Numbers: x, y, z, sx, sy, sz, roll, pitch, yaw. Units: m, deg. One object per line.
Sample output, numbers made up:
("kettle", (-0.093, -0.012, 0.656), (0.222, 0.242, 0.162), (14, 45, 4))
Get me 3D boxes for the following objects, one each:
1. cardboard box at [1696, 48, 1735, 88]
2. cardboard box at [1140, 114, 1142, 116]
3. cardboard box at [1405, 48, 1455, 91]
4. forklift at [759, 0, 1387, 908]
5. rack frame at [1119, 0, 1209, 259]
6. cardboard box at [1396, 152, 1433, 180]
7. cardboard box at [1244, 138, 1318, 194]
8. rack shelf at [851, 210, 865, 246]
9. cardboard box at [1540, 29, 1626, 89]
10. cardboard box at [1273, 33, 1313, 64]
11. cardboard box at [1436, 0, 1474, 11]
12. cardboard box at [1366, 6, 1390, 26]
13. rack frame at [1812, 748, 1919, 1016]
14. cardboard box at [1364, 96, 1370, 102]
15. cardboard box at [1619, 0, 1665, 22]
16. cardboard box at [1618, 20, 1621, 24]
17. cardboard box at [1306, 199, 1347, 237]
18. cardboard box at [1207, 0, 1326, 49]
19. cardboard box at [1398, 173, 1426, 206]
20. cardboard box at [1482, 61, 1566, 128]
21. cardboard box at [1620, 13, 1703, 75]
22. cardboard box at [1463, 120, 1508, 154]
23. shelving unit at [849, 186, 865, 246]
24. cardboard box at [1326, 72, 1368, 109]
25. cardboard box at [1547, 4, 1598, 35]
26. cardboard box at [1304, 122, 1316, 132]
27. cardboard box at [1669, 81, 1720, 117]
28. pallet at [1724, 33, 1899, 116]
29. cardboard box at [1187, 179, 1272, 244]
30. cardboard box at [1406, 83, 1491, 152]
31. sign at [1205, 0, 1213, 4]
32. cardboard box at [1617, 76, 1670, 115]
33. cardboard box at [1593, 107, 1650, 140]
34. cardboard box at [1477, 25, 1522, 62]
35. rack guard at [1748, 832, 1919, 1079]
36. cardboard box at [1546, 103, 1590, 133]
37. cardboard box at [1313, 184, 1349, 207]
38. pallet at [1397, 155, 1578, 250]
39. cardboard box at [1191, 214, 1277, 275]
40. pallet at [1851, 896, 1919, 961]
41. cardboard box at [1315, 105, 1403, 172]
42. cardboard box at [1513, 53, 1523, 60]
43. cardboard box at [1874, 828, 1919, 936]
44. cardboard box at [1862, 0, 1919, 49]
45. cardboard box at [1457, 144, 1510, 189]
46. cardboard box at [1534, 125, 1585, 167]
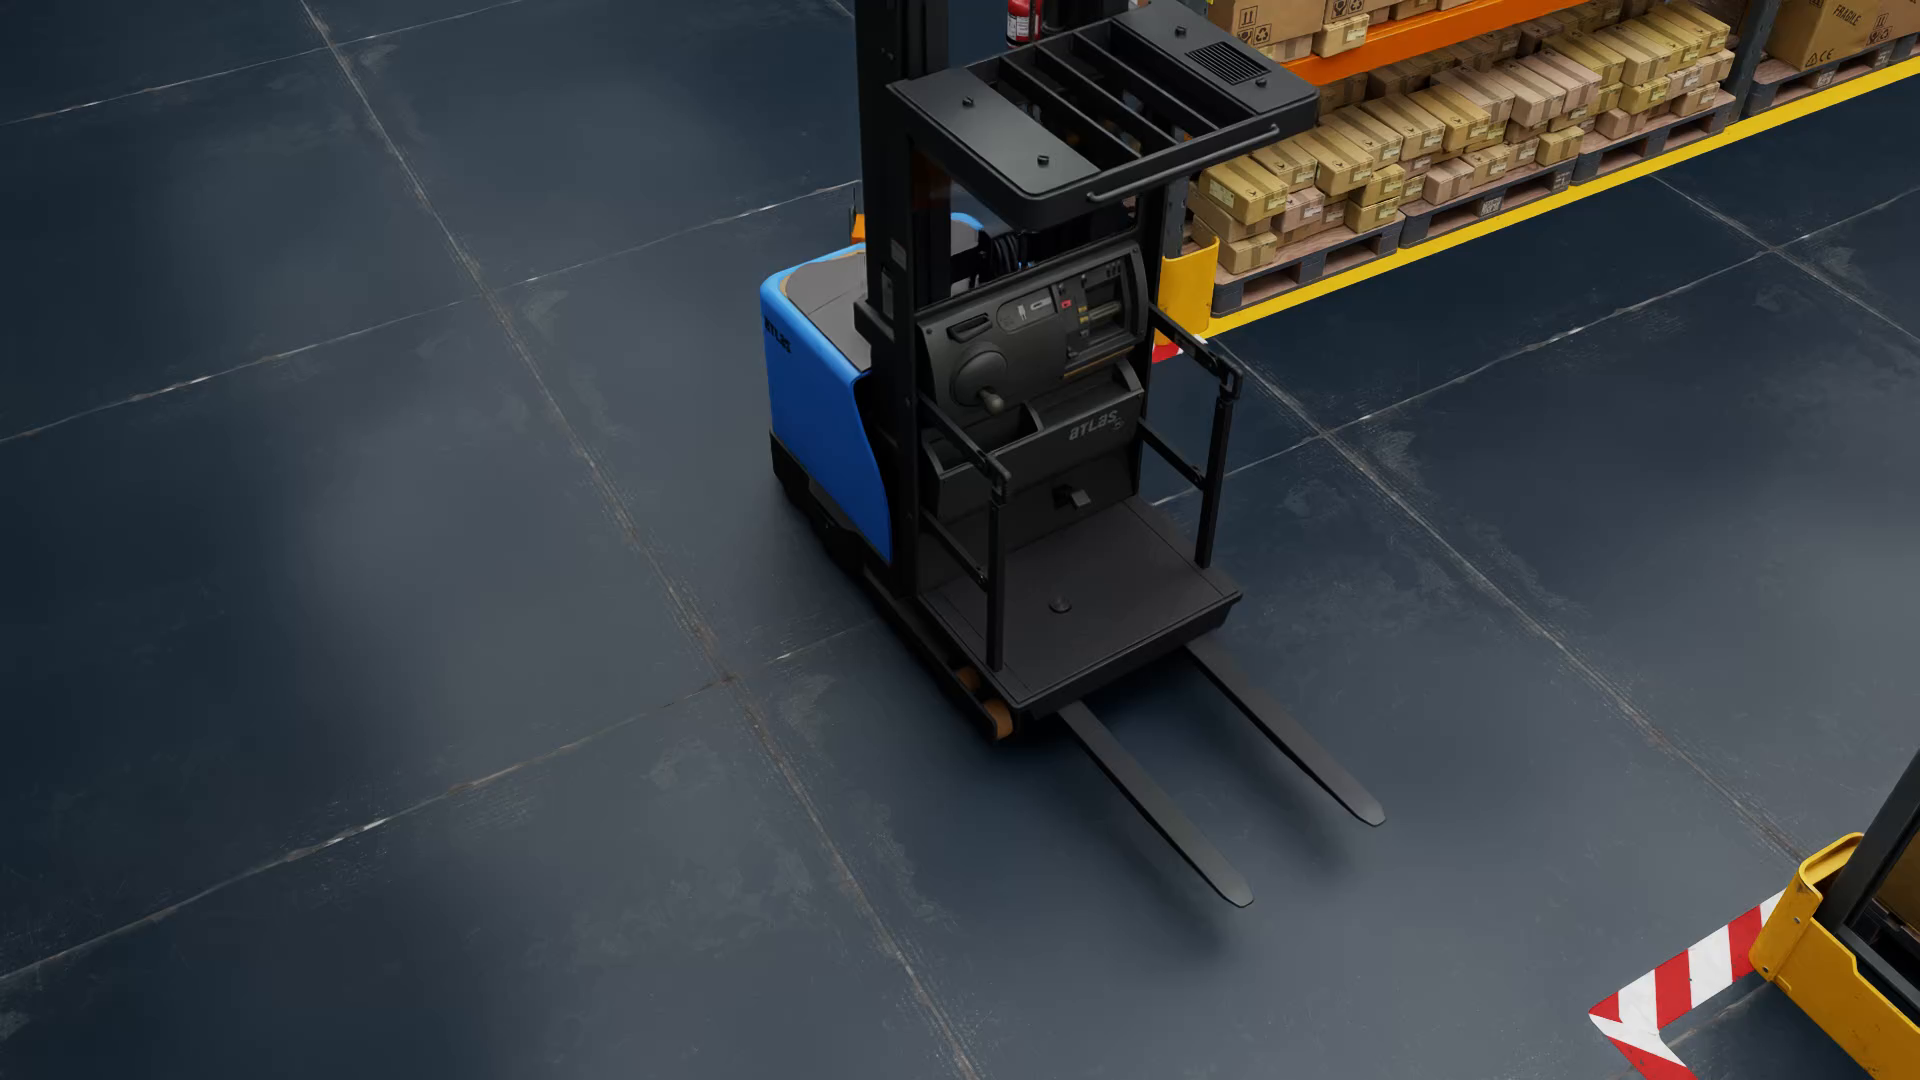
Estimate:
("cardboard box", (4.110, -2.719, 9.360), (0.250, 0.149, 0.380), (-21, 48, -20))
("cardboard box", (1.089, -2.076, 8.483), (0.250, 0.149, 0.380), (-21, 48, -20))
("cardboard box", (2.455, -2.606, 9.029), (0.250, 0.149, 0.380), (-22, 48, -21))
("forklift", (0.395, -0.664, 5.759), (1.130, 2.935, 3.031), (-24, 49, -23))
("rack frame", (0.757, -2.398, 7.497), (0.127, 3.000, 1.000), (-22, 48, -21))
("cardboard box", (2.232, -2.032, 8.651), (0.250, 0.149, 0.380), (-24, 49, -23))
("cardboard box", (1.559, -1.885, 8.286), (0.250, 0.149, 0.380), (-21, 48, -20))
("rack shelf", (-0.347, -1.288, 7.352), (0.240, 0.259, 0.215), (2, 40, 2))
("cardboard box", (3.368, -2.601, 9.024), (0.250, 0.149, 0.380), (-20, 48, -20))
("cardboard box", (1.401, -2.336, 7.613), (0.250, 0.149, 0.380), (-20, 48, -20))
("cardboard box", (2.293, -2.718, 8.006), (0.250, 0.149, 0.380), (-23, 49, -22))
("cardboard box", (1.817, -2.570, 7.854), (0.250, 0.149, 0.380), (-20, 47, -19))
("rack frame", (3.140, 0.632, 4.375), (0.127, 3.000, 1.000), (-22, 48, -21))
("cardboard box", (2.196, -2.435, 9.066), (0.250, 0.149, 0.380), (-20, 47, -19))
("cardboard box", (3.823, -3.133, 9.572), (0.250, 0.149, 0.380), (-20, 48, -19))
("cardboard box", (3.751, -3.088, 9.740), (0.250, 0.149, 0.380), (-20, 47, -19))
("cardboard box", (1.768, -1.745, 8.569), (0.250, 0.149, 0.380), (-21, 48, -21))
("cardboard box", (1.283, -2.530, 7.347), (0.500, 0.500, 0.500), (-20, 47, -19))
("cardboard box", (2.218, -1.914, 8.743), (0.250, 0.149, 0.380), (-22, 48, -21))
("cardboard box", (2.952, -2.350, 8.765), (0.250, 0.149, 0.380), (-23, 49, -22))
("cardboard box", (3.844, -2.734, 9.161), (0.250, 0.149, 0.380), (-21, 48, -20))
("cardboard box", (2.685, -2.239, 8.864), (0.250, 0.149, 0.380), (-20, 47, -19))
("shelving unit", (-0.349, -1.080, 7.529), (0.252, 1.050, 0.215), (2, 40, 2))
("cardboard box", (1.958, -2.474, 8.893), (0.250, 0.149, 0.380), (-20, 48, -20))
("cardboard box", (3.360, -2.956, 9.389), (0.250, 0.149, 0.380), (-22, 48, -21))
("cardboard box", (1.806, -2.201, 8.825), (0.250, 0.149, 0.380), (-22, 48, -21))
("cardboard box", (4.055, -2.572, 9.421), (0.250, 0.149, 0.380), (-21, 48, -20))
("pallet", (4.899, -3.057, 10.177), (1.213, 0.211, 1.003), (-22, 48, -21))
("cardboard box", (1.339, -1.660, 8.268), (0.250, 0.149, 0.380), (-20, 48, -19))
("cardboard box", (2.511, -2.185, 8.595), (0.250, 0.149, 0.380), (-21, 48, -20))
("sign", (1.027, -2.382, 6.858), (0.005, 0.325, 0.100), (-22, 48, -21))
("cardboard box", (3.658, -2.514, 9.148), (0.250, 0.149, 0.380), (-23, 49, -22))
("cardboard box", (3.591, -2.402, 9.246), (0.250, 0.149, 0.380), (-23, 49, -22))
("cardboard box", (2.884, -2.812, 9.242), (0.250, 0.149, 0.380), (-21, 48, -20))
("rack guard", (3.119, 1.537, 5.237), (0.348, 0.500, 1.175), (-22, 48, -21))
("cardboard box", (3.181, -2.386, 9.016), (0.250, 0.149, 0.380), (-21, 48, -20))
("cardboard box", (1.772, -1.859, 8.473), (0.250, 0.149, 0.380), (-21, 48, -20))
("pallet", (2.601, -2.105, 9.197), (1.213, 0.211, 1.003), (-22, 48, -21))
("cardboard box", (1.370, -1.515, 8.332), (0.250, 0.149, 0.380), (-21, 48, -20))
("pallet", (3.794, 1.308, 5.680), (1.213, 0.211, 1.003), (-22, 48, -21))
("cardboard box", (2.015, -2.031, 8.436), (0.250, 0.149, 0.380), (-24, 49, -23))
("cardboard box", (3.148, -2.748, 9.389), (0.250, 0.149, 0.380), (-24, 49, -23))
("cardboard box", (3.655, 0.973, 5.247), (0.875, 0.875, 0.875), (-22, 48, -21))
("cardboard box", (5.456, -3.321, 9.941), (0.500, 0.500, 0.500), (-20, 48, -19))
("cardboard box", (2.705, -2.059, 8.893), (0.250, 0.149, 0.380), (-22, 48, -21))
("cardboard box", (3.157, -2.213, 9.051), (0.250, 0.149, 0.380), (-22, 48, -21))
